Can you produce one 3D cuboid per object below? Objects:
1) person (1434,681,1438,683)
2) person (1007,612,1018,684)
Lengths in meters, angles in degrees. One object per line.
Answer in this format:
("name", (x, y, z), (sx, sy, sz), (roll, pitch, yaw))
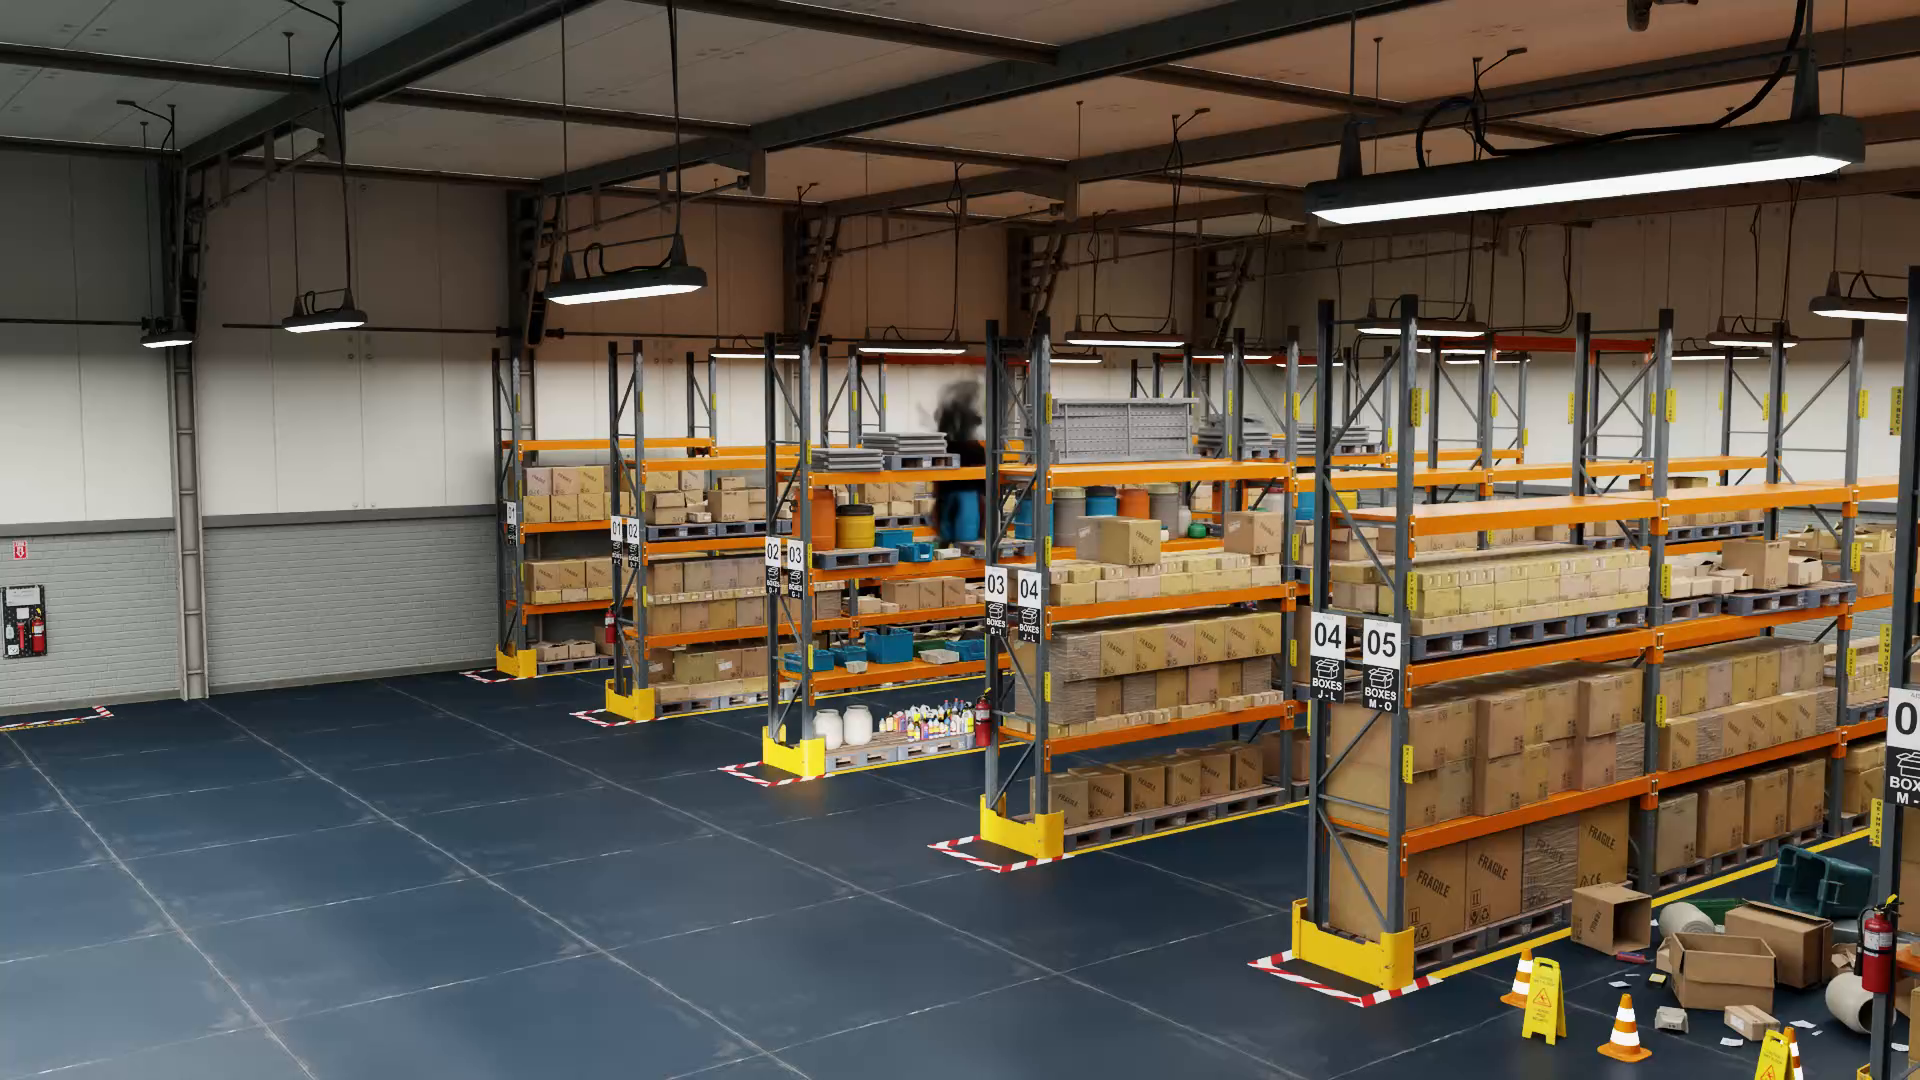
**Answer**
("person", (5.852, 2.550, 20.066), (0.891, 1.770, 0.664), (-4, 7, -41))
("person", (1.018, 1.575, 28.043), (0.565, 1.737, 0.659), (-5, 7, -43))
